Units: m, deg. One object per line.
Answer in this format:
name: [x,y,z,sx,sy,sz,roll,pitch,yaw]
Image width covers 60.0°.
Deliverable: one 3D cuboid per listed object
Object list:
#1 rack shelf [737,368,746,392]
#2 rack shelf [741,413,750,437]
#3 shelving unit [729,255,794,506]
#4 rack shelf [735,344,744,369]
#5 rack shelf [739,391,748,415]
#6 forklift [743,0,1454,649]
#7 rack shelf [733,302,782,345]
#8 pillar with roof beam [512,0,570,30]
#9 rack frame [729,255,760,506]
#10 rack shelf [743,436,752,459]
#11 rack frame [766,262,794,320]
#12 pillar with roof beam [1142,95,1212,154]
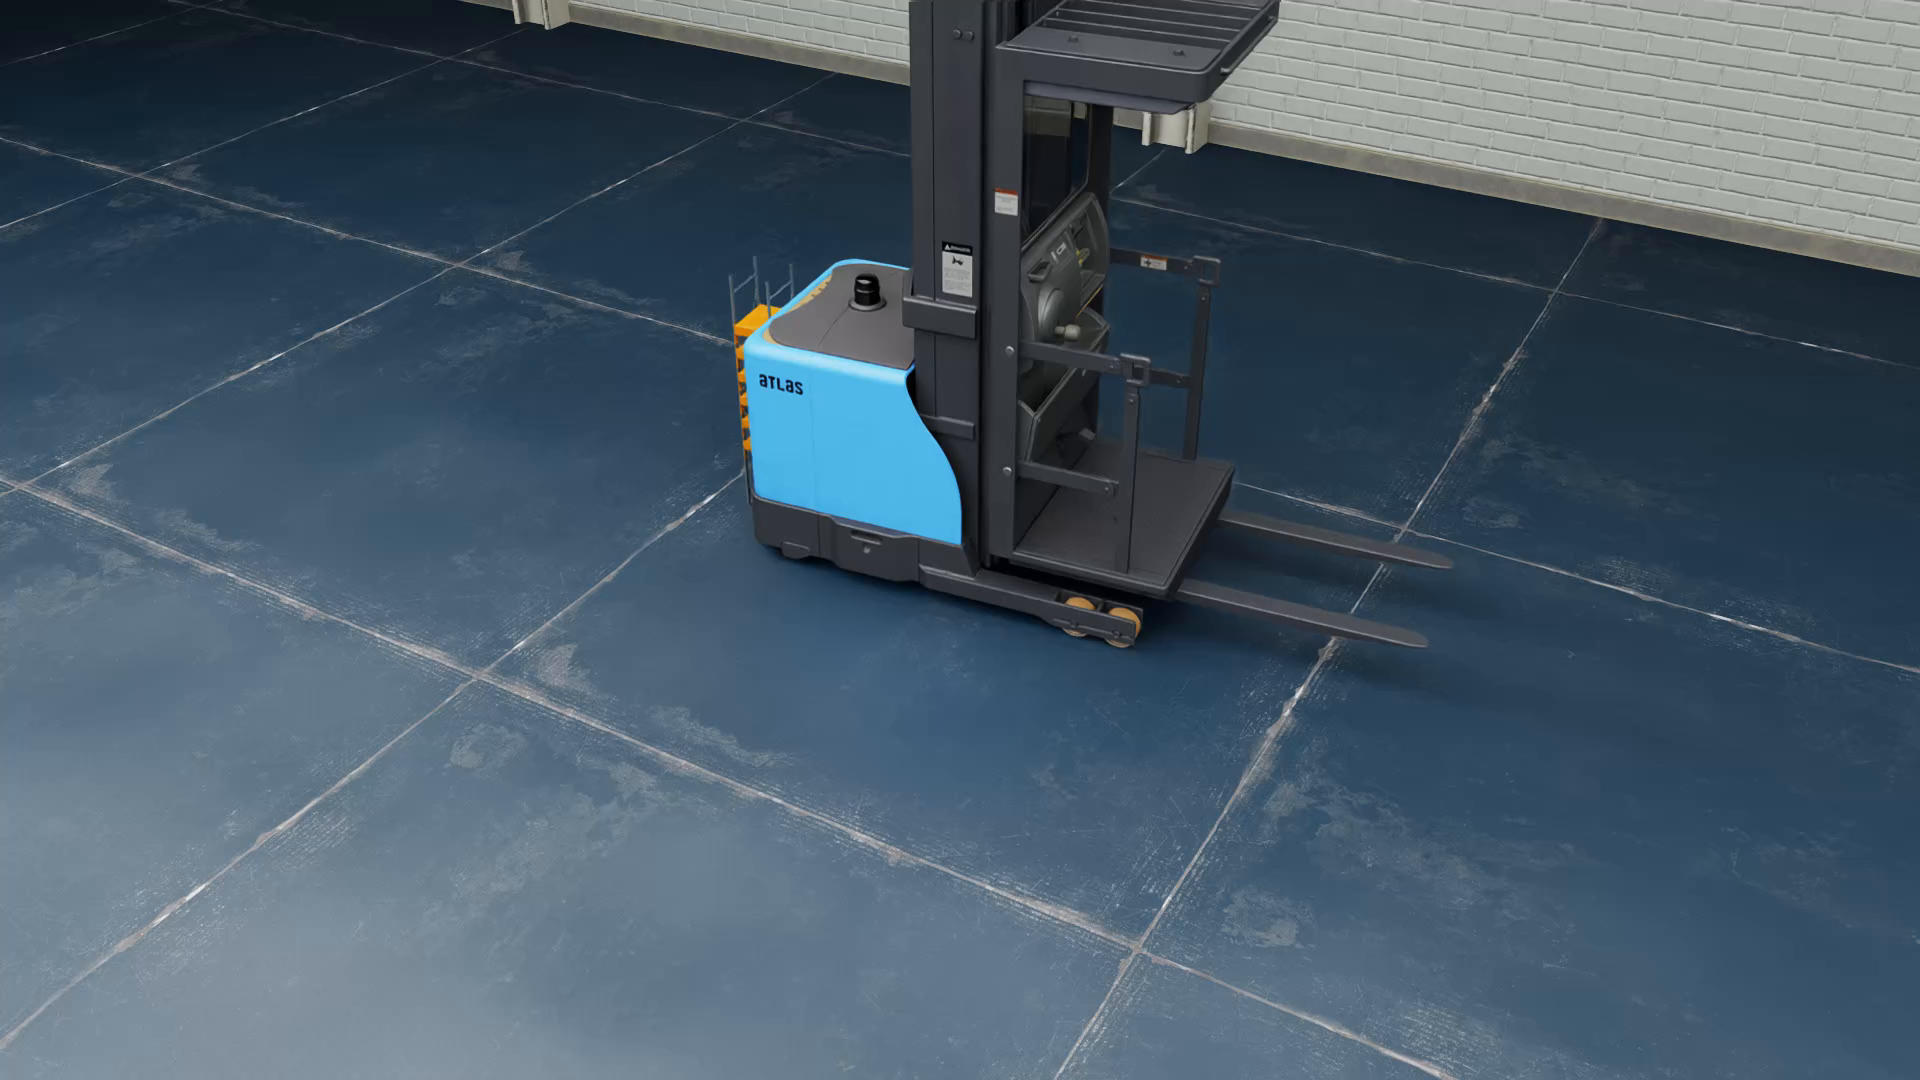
rack shelf: [-0.885,-0.768,7.685,0.180,0.103,0.258,13,36,19]
rack shelf: [-0.885,-0.568,7.818,0.180,0.103,0.258,13,36,19]
shelving unit: [-0.885,-0.705,7.726,0.189,1.200,0.258,13,36,19]
rack shelf: [-0.885,-0.868,7.618,0.180,0.103,0.258,13,36,19]
rack shelf: [-0.885,-0.668,7.751,0.180,0.103,0.258,13,36,19]
forklift: [0.620,-1.100,6.758,3.031,2.935,1.130,13,36,19]
rack shelf: [-0.885,-0.968,7.551,0.180,0.103,0.258,13,36,19]
pillar with roof beam: [-5.782,-6.214,8.963,0.400,9.000,9.100,18,37,24]
rack frame: [-0.969,-0.725,7.756,0.006,1.200,0.240,13,36,19]
rack shelf: [-0.885,-0.468,7.884,0.180,0.103,0.258,13,36,19]
rack frame: [-0.801,-0.685,7.697,0.006,1.200,0.240,13,36,19]
pillar with roof beam: [-0.572,-4.564,6.485,0.400,9.000,9.100,18,37,24]
